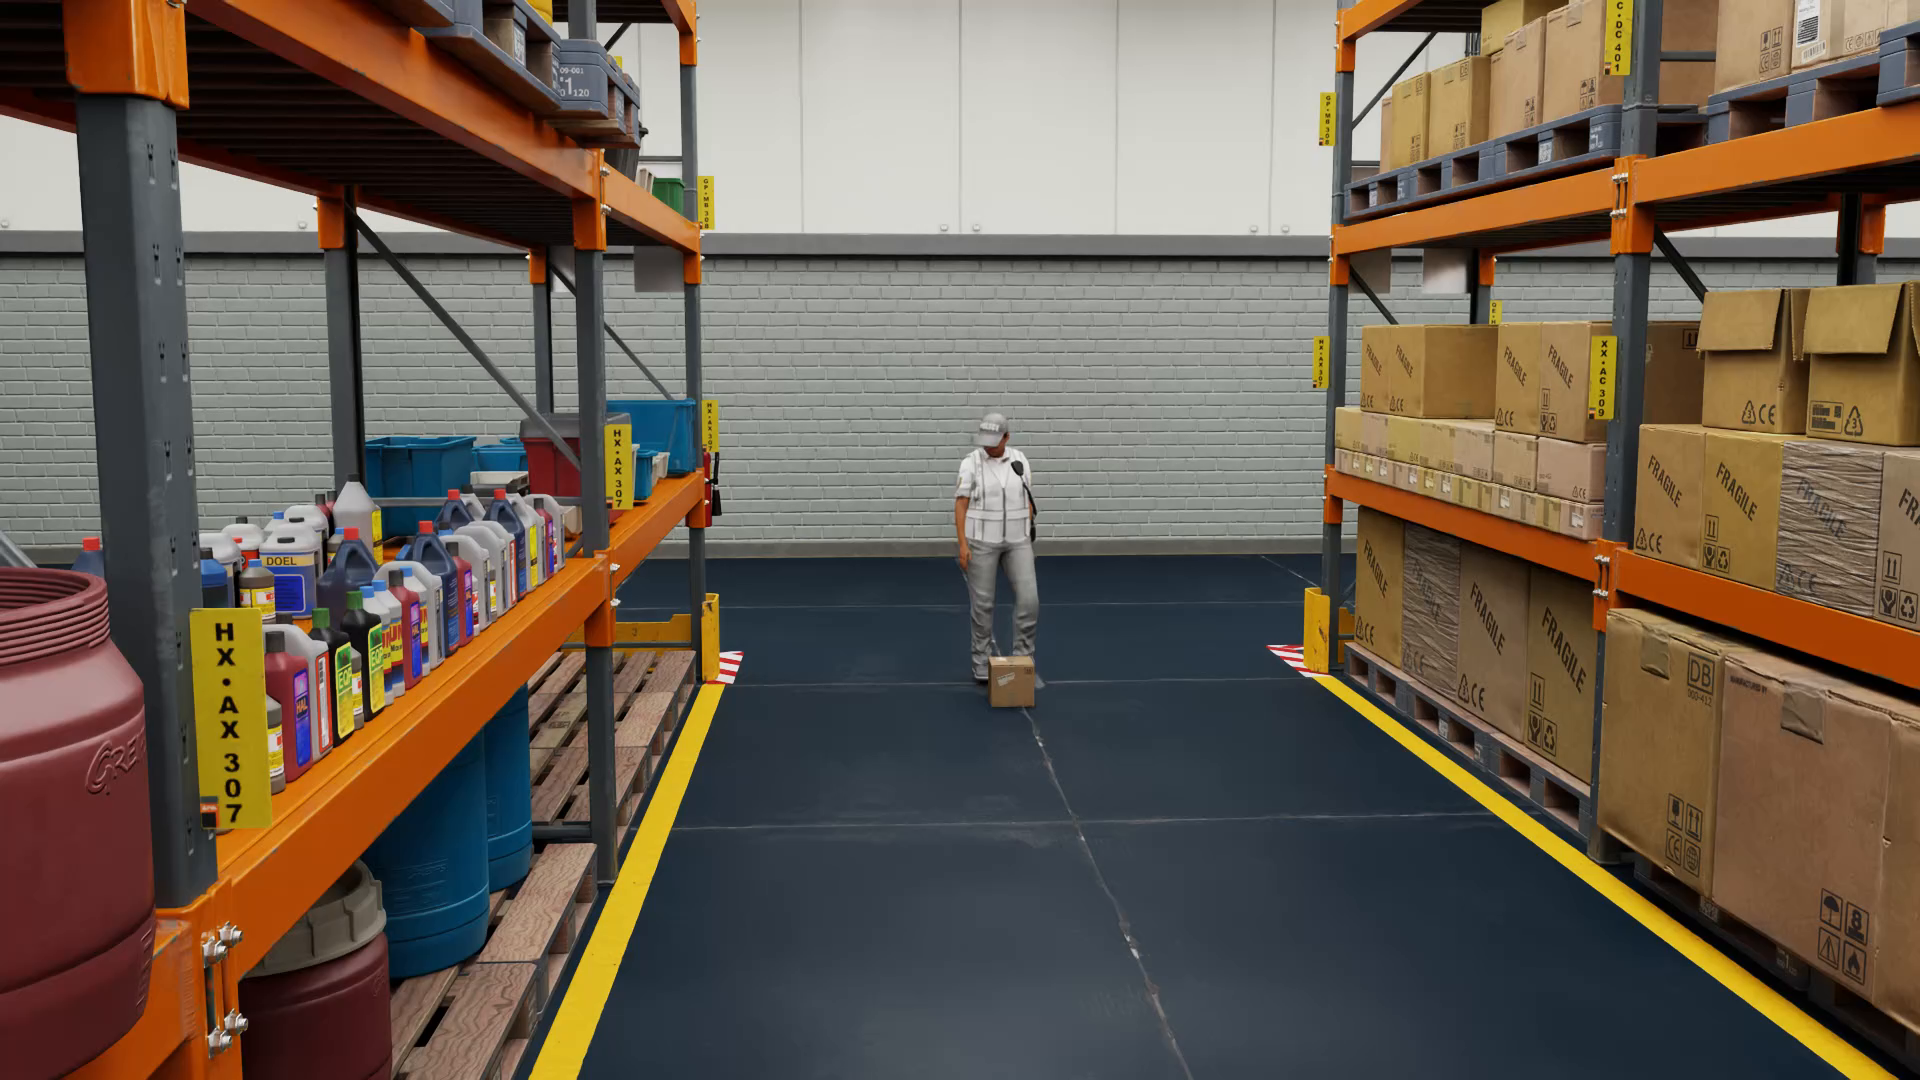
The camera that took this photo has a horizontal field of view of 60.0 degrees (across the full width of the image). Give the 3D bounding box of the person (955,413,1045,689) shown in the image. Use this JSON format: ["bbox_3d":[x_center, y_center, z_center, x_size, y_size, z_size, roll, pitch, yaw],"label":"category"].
[{"bbox_3d":[0.239,0.079,10.236,0.516,1.716,0.478,-1,7,-12],"label":"person"}]
